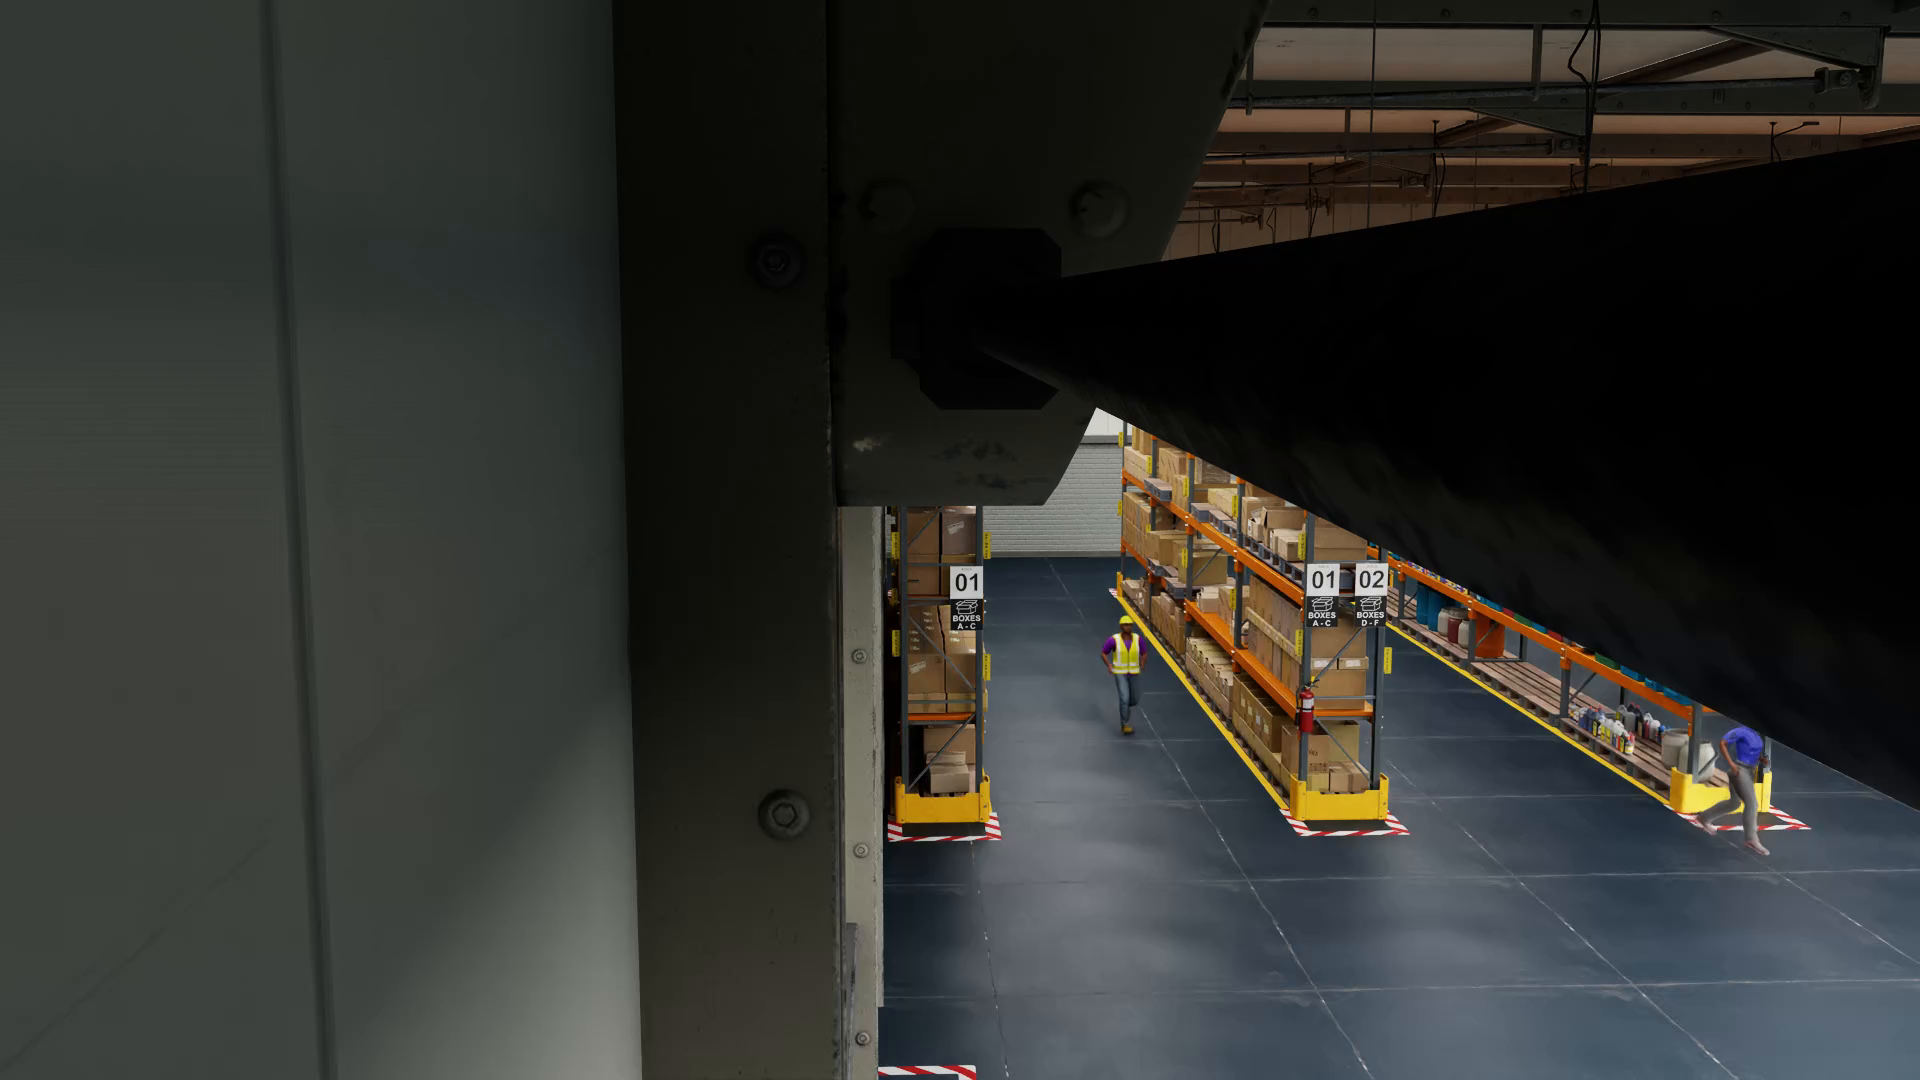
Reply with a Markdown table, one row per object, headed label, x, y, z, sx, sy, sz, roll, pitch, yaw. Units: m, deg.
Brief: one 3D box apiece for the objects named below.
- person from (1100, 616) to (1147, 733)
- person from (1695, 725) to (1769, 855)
| label | x | y | z | sx | sy | sz | roll | pitch | yaw |
| --- | --- | --- | --- | --- | --- | --- | --- | --- | --- |
| person | 2.473 | 1.987 | 24.917 | 0.707 | 1.726 | 0.753 | -1 | 8 | -9 |
| person | 9.225 | 2.778 | 19.664 | 0.901 | 1.651 | 0.612 | 8 | 11 | 44 |
